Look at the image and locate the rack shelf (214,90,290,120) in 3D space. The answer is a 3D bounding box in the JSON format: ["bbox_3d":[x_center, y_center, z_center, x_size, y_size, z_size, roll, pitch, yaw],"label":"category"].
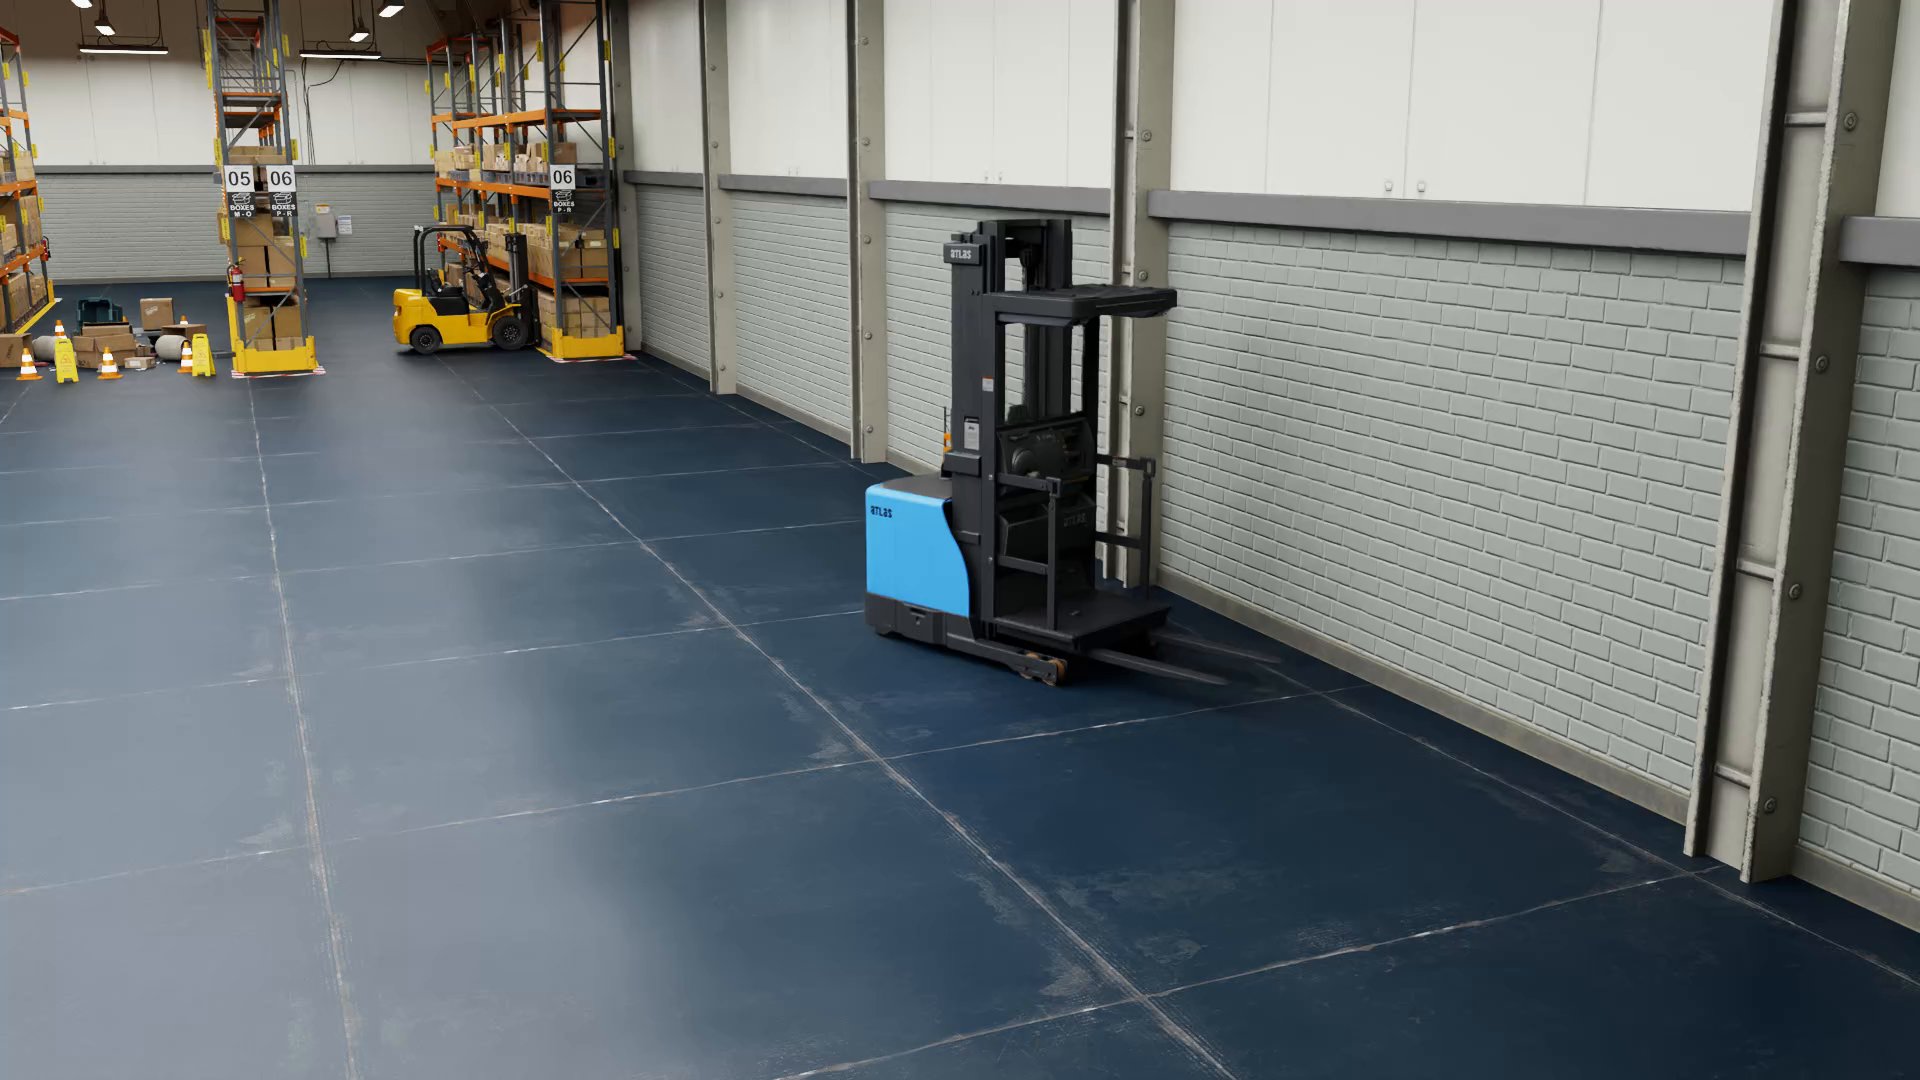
[{"bbox_3d":[-11.722,-7.160,27.453,1.077,0.370,4.000,-6,14,-23],"label":"rack shelf"}]

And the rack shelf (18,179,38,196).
[{"bbox_3d":[-21.024,-7.712,36.481,1.077,0.370,4.000,-6,14,-23],"label":"rack shelf"}]

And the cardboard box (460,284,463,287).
[{"bbox_3d":[-11.673,-6.009,39.572,0.380,0.149,0.250,-6,14,-25],"label":"cardboard box"}]

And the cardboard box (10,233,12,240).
[{"bbox_3d":[-19.565,-6.188,33.922,0.380,0.149,0.250,-6,14,-25],"label":"cardboard box"}]

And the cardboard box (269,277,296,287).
[{"bbox_3d":[-10.867,-4.143,26.675,0.380,0.149,0.250,-6,14,-23],"label":"cardboard box"}]

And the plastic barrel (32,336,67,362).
[{"bbox_3d":[-15.158,-3.184,27.688,0.512,0.421,0.421,4,14,16],"label":"plastic barrel"}]

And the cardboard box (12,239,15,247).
[{"bbox_3d":[-19.680,-6.100,34.201,0.380,0.149,0.250,-6,14,-23],"label":"cardboard box"}]

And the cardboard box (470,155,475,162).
[{"bbox_3d":[-10.404,-8.266,36.070,0.380,0.149,0.250,-6,14,-24],"label":"cardboard box"}]

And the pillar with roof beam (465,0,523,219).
[{"bbox_3d":[-14.579,-9.864,37.532,9.100,9.000,0.548,-6,14,-23],"label":"pillar with roof beam"}]

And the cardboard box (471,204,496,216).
[{"bbox_3d":[-11.534,-7.874,40.247,0.500,0.500,0.500,-6,14,-25],"label":"cardboard box"}]

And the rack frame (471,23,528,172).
[{"bbox_3d":[-9.579,-9.201,34.668,1.000,3.000,0.127,-6,14,-23],"label":"rack frame"}]

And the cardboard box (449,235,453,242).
[{"bbox_3d":[-12.308,-7.393,40.717,0.380,0.149,0.250,-5,14,-22],"label":"cardboard box"}]

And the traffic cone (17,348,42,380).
[{"bbox_3d":[-14.327,-2.710,25.555,0.336,0.463,0.334,-6,14,-23],"label":"traffic cone"}]

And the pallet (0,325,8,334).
[{"bbox_3d":[-18.374,-3.833,30.963,1.003,0.211,1.213,-6,14,-23],"label":"pallet"}]

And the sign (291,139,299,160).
[{"bbox_3d":[-10.424,-6.113,26.038,0.100,0.325,0.005,-6,14,-23],"label":"sign"}]

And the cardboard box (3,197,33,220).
[{"bbox_3d":[-20.779,-7.302,36.670,0.500,0.500,0.500,-6,14,-25],"label":"cardboard box"}]

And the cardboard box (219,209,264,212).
[{"bbox_3d":[-12.184,-5.359,28.275,0.700,0.500,0.500,-6,14,-24],"label":"cardboard box"}]

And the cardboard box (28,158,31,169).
[{"bbox_3d":[-21.201,-8.468,37.378,0.500,0.250,0.500,-6,14,-24],"label":"cardboard box"}]

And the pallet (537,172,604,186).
[{"bbox_3d":[-6.634,-6.192,28.516,1.003,0.211,1.213,-6,14,-23],"label":"pallet"}]

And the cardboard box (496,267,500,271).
[{"bbox_3d":[-10.366,-6.142,37.929,0.380,0.149,0.250,-5,14,-21],"label":"cardboard box"}]

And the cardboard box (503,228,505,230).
[{"bbox_3d":[-8.856,-6.128,33.037,0.380,0.149,0.250,-5,14,-22],"label":"cardboard box"}]

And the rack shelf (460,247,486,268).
[{"bbox_3d":[-10.380,-6.341,37.211,1.077,0.370,4.000,-6,14,-23],"label":"rack shelf"}]

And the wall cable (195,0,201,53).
[{"bbox_3d":[-21.284,-14.337,43.554,2.355,3.000,0.029,-6,14,-23],"label":"wall cable"}]

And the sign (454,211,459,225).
[{"bbox_3d":[-11.675,-7.476,38.599,0.100,0.325,0.005,-6,14,-23],"label":"sign"}]

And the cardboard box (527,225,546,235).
[{"bbox_3d":[-7.685,-5.658,30.342,0.380,0.149,0.250,-6,14,-24],"label":"cardboard box"}]

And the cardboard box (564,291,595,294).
[{"bbox_3d":[-6.787,-4.301,29.751,0.500,0.250,0.500,-6,14,-23],"label":"cardboard box"}]

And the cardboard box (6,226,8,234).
[{"bbox_3d":[-19.362,-6.225,33.420,0.380,0.149,0.250,-6,14,-25],"label":"cardboard box"}]

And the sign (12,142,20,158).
[{"bbox_3d":[-19.716,-8.144,34.731,0.100,0.325,0.005,-6,14,-23],"label":"sign"}]

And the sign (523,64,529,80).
[{"bbox_3d":[-9.072,-9.784,34.764,0.100,0.325,0.005,-6,14,-23],"label":"sign"}]

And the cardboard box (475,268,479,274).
[{"bbox_3d":[-10.798,-6.097,37.734,0.380,0.149,0.250,-6,14,-23],"label":"cardboard box"}]

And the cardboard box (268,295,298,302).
[{"bbox_3d":[-11.835,-4.030,29.135,0.500,0.500,0.500,-5,14,-22],"label":"cardboard box"}]

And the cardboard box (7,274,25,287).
[{"bbox_3d":[-19.499,-5.301,34.072,0.500,0.250,0.500,-5,14,-20],"label":"cardboard box"}]

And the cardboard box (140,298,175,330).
[{"bbox_3d":[-14.142,-3.987,29.308,0.500,0.500,0.500,-6,14,-23],"label":"cardboard box"}]

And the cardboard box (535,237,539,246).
[{"bbox_3d":[-7.306,-5.299,29.454,0.380,0.149,0.250,-6,14,-23],"label":"cardboard box"}]

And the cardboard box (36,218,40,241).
[{"bbox_3d":[-21.208,-7.031,37.716,0.500,0.500,0.500,-6,14,-24],"label":"cardboard box"}]

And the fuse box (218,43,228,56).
[{"bbox_3d":[-19.831,-13.098,44.410,0.513,0.334,0.176,-6,14,-23],"label":"fuse box"}]

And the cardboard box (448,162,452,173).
[{"bbox_3d":[-11.822,-8.821,39.353,0.500,0.250,0.500,-6,14,-25],"label":"cardboard box"}]

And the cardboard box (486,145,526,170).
[{"bbox_3d":[-9.218,-7.775,33.783,0.700,0.500,0.500,-6,14,-24],"label":"cardboard box"}]

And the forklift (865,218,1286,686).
[{"bbox_3d":[0.738,-0.618,11.041,3.031,2.935,1.130,12,18,42],"label":"forklift"}]

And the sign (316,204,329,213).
[{"bbox_3d":[-17.760,-9.245,46.329,0.339,0.242,0.001,-6,14,-23],"label":"sign"}]

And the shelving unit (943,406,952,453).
[{"bbox_3d":[0.006,-0.582,14.722,0.258,1.200,0.189,-6,14,-23],"label":"shelving unit"}]

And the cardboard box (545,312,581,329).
[{"bbox_3d":[-6.856,-3.806,28.722,0.500,0.250,0.500,-6,14,-24],"label":"cardboard box"}]

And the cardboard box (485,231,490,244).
[{"bbox_3d":[-9.648,-6.333,34.804,0.500,0.250,0.500,-6,14,-23],"label":"cardboard box"}]

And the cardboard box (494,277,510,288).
[{"bbox_3d":[-9.341,-5.196,35.003,0.875,0.625,0.625,-5,14,-21],"label":"cardboard box"}]

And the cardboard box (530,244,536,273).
[{"bbox_3d":[-7.428,-5.069,29.897,0.500,0.500,0.500,-6,14,-23],"label":"cardboard box"}]
